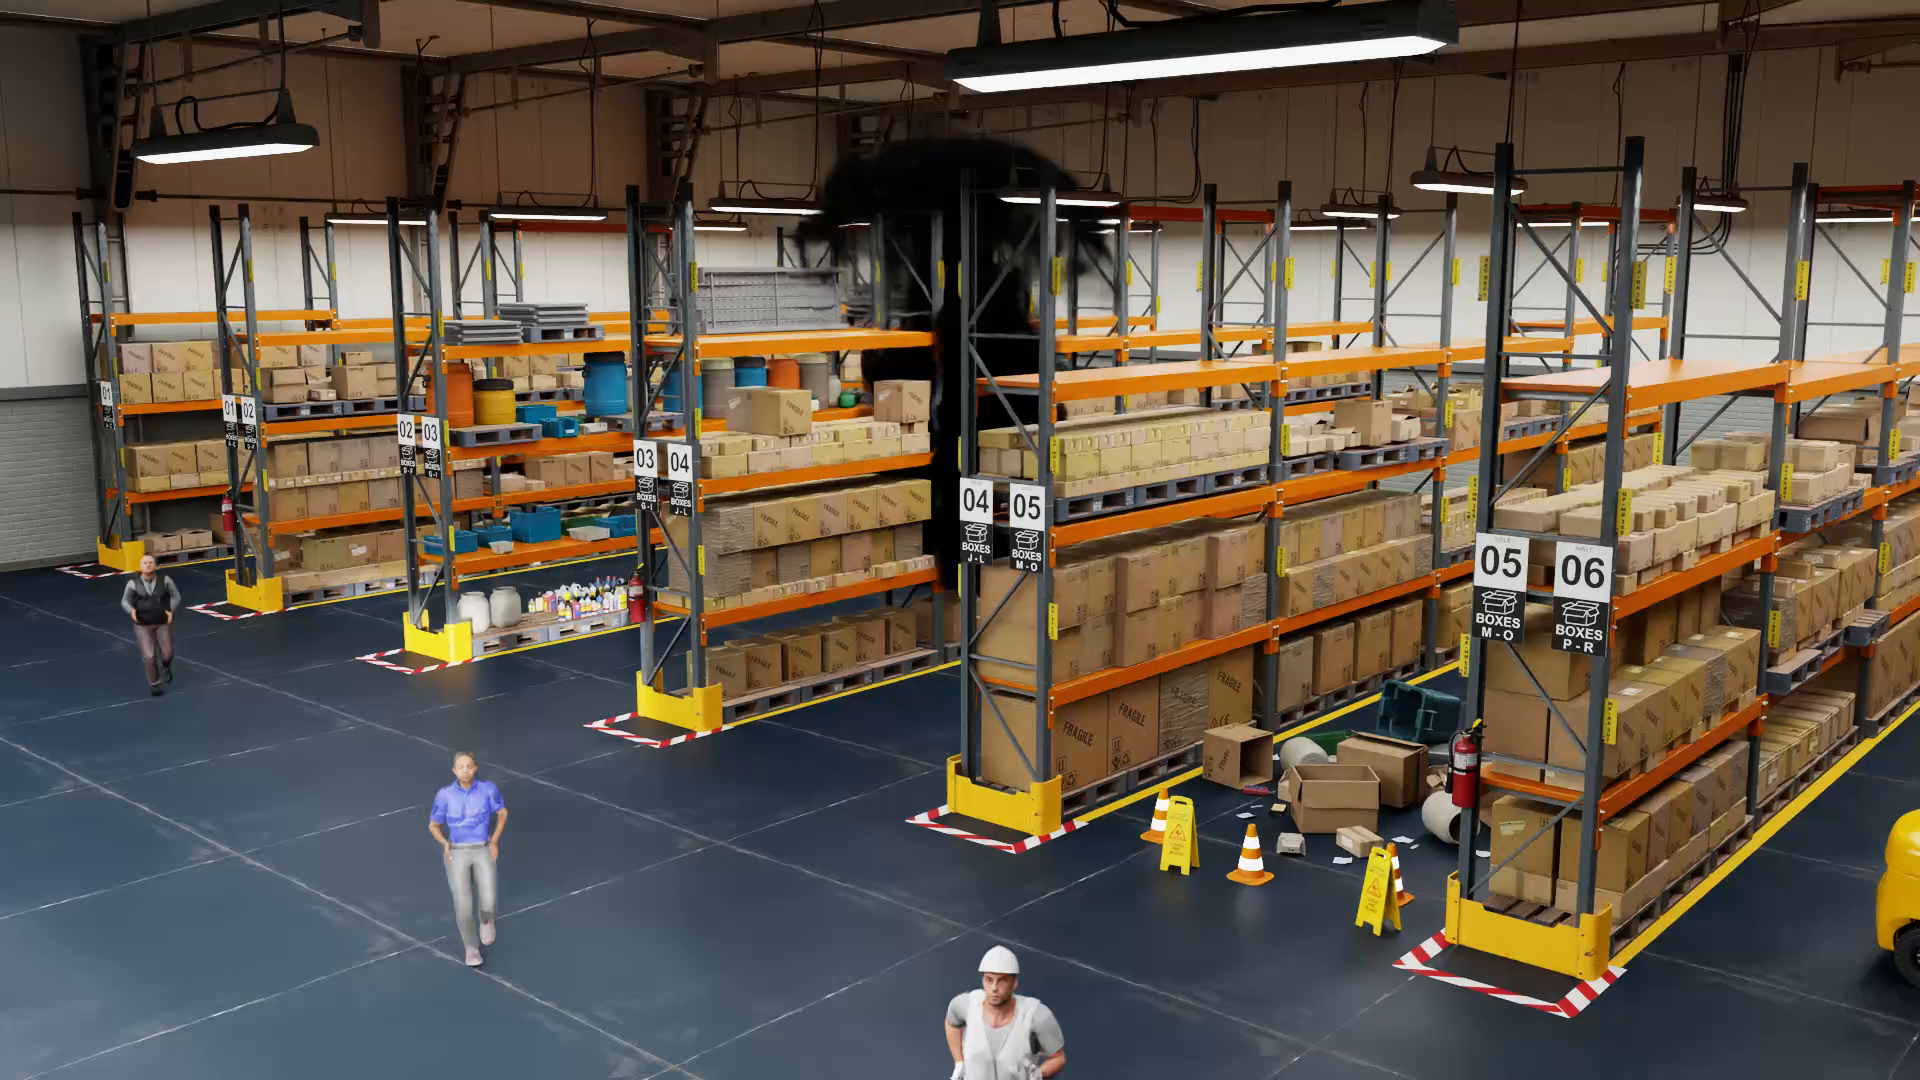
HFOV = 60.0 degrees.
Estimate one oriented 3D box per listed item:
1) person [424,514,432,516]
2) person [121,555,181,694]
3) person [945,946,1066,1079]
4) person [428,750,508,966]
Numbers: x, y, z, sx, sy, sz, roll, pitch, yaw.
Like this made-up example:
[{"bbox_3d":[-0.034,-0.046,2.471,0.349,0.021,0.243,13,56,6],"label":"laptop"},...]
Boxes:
[{"bbox_3d":[-9.358,-0.481,29.556,0.537,1.551,0.506,8,13,41],"label":"person"},{"bbox_3d":[-9.755,1.019,20.099,0.655,1.673,0.604,-5,11,-26],"label":"person"},{"bbox_3d":[0.226,2.929,8.421,0.615,1.850,0.775,0,9,1],"label":"person"},{"bbox_3d":[-3.624,2.352,12.311,0.571,1.606,0.554,-3,10,-18],"label":"person"}]
